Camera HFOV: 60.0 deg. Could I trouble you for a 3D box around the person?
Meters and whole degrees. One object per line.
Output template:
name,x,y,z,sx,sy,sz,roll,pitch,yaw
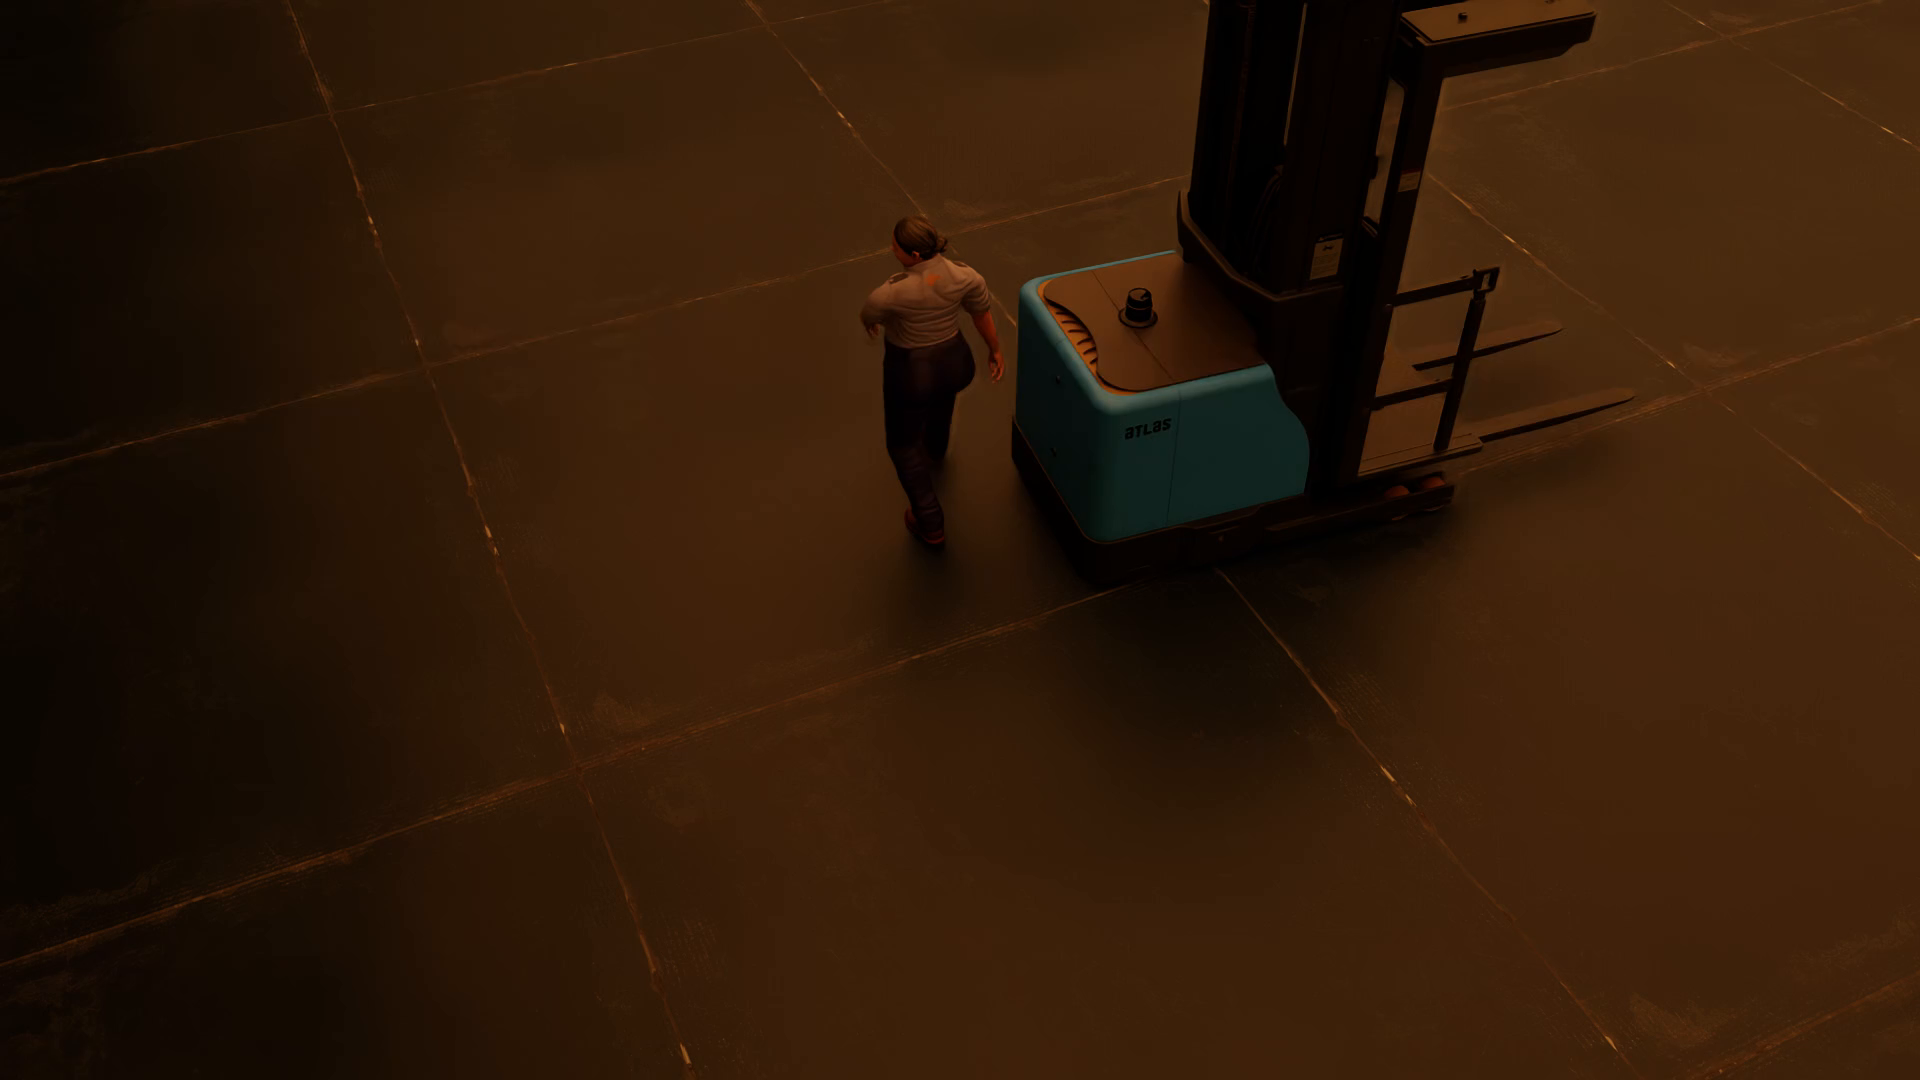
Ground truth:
person,-0.134,-0.835,7.582,0.626,1.585,0.822,-22,47,-22

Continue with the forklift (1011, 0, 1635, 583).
forklift,1.826,-1.492,7.278,3.031,2.935,1.130,-14,45,-14
